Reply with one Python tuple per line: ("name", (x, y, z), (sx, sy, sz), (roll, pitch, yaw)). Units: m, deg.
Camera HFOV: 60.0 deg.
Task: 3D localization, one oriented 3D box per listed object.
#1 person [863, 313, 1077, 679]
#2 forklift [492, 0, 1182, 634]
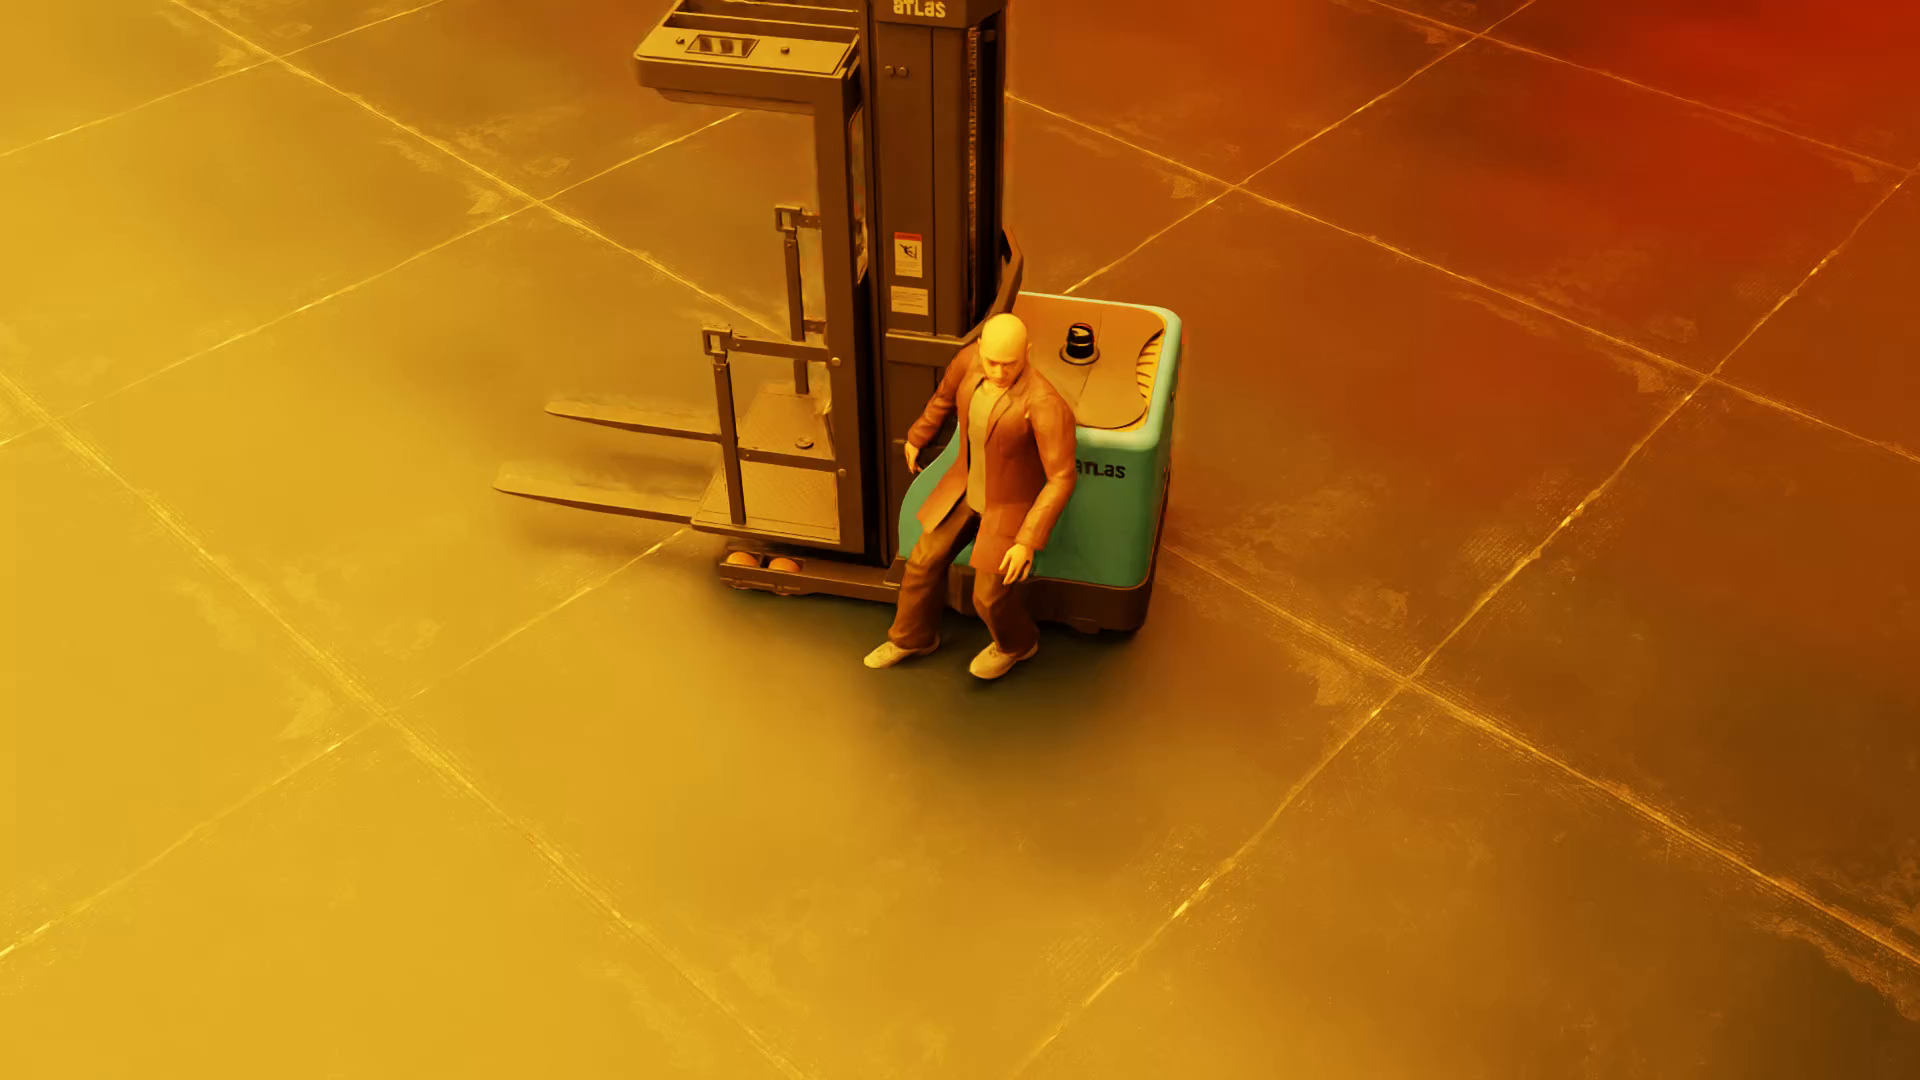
("person", (0.022, -0.099, 6.536), (0.669, 1.756, 0.912), (-32, 50, -32))
("forklift", (-0.597, -1.195, 6.821), (3.031, 2.935, 1.130), (8, 41, 9))
